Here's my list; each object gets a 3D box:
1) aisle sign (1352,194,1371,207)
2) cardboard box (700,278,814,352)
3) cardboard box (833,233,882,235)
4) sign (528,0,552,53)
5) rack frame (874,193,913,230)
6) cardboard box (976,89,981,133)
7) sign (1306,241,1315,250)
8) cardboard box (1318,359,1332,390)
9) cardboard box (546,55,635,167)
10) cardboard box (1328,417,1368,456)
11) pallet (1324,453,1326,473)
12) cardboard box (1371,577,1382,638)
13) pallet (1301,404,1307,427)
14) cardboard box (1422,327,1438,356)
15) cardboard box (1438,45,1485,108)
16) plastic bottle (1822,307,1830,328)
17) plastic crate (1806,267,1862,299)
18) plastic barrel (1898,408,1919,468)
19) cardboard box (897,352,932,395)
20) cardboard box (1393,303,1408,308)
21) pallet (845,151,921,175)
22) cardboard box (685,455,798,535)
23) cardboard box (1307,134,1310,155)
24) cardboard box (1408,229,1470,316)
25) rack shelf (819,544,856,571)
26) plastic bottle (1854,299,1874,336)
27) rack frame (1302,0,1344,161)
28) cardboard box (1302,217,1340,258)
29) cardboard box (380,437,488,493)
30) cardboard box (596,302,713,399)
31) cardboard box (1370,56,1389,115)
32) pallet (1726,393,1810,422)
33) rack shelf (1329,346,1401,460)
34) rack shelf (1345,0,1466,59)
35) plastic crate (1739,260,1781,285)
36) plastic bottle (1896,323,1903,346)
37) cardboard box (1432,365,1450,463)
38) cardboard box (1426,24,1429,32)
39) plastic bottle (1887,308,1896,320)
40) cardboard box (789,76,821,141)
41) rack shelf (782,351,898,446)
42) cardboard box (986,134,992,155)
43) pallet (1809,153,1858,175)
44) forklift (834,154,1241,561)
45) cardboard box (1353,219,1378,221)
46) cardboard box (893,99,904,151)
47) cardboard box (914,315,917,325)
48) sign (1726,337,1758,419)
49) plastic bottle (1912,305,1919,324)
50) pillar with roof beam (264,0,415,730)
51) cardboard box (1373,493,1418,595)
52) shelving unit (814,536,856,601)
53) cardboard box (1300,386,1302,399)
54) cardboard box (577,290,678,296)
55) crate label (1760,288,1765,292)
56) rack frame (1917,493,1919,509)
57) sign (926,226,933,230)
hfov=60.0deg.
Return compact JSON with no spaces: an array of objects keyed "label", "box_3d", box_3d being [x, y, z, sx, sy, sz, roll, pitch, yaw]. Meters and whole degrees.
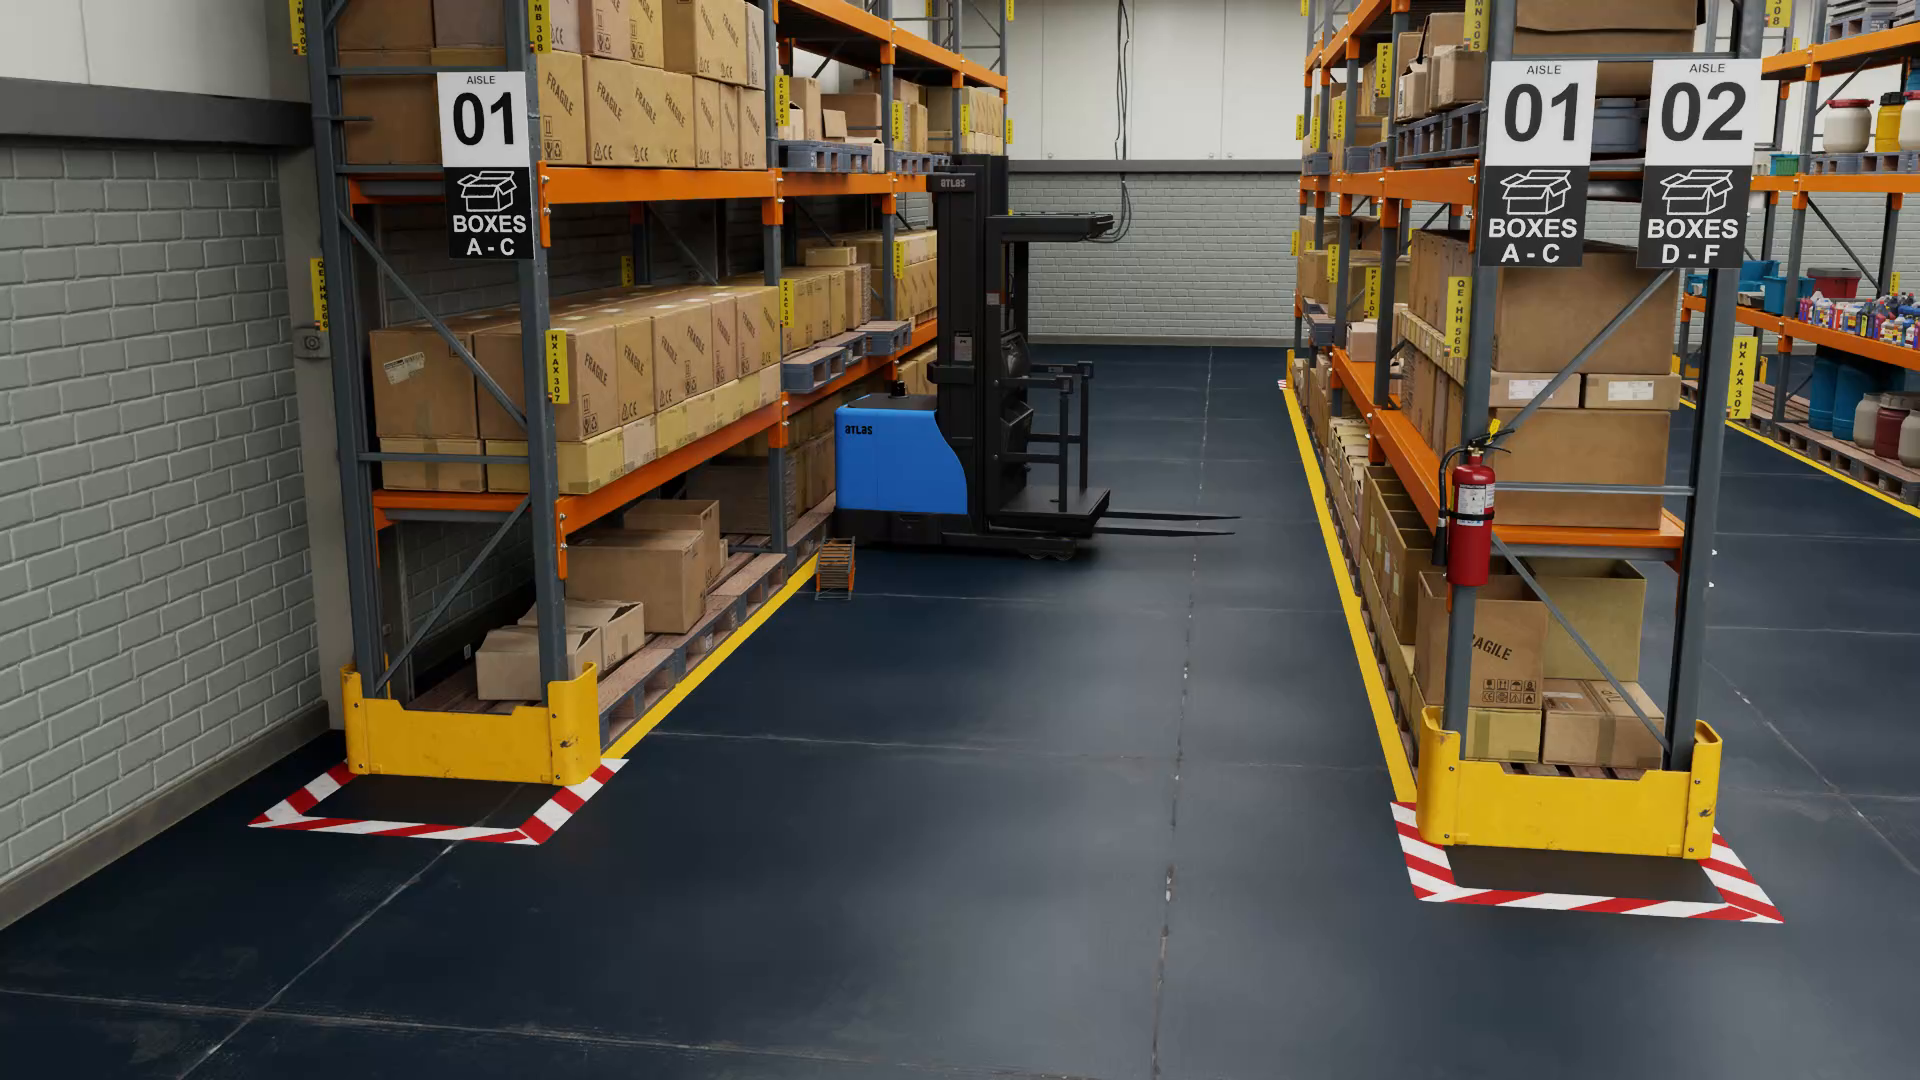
[{"label":"aisle sign","box_3d":[5.340,-4.810,22.022,0.394,0.787,0.004,2,12,9]},{"label":"cardboard box","box_3d":[-1.509,-1.682,12.394,0.700,0.500,0.500,3,13,14]},{"label":"cardboard box","box_3d":[-1.043,-3.023,17.131,0.500,0.250,0.500,2,12,7]},{"label":"sign","box_3d":[-1.793,-2.240,7.073,0.100,0.325,0.005,2,12,9]},{"label":"rack frame","box_3d":[-0.484,-2.862,19.153,1.000,3.000,0.127,2,12,9]},{"label":"cardboard box","box_3d":[-0.024,-5.122,19.863,0.500,0.500,0.500,2,12,7]},{"label":"sign","box_3d":[3.874,-3.141,18.395,0.100,0.325,0.005,2,12,9]},{"label":"cardboard box","box_3d":[3.866,-1.657,16.669,0.500,0.250,0.500,2,12,8]},{"label":"cardboard box","box_3d":[-1.913,-2.061,8.032,0.500,0.500,0.500,3,12,12]},{"label":"cardboard box","box_3d":[3.425,-0.905,14.273,0.500,0.311,0.500,2,12,11]},{"label":"pallet","box_3d":[3.948,-0.661,15.558,1.003,0.211,1.213,2,12,9]},{"label":"cardboard box","box_3d":[2.646,0.396,9.564,0.500,0.250,0.500,2,12,9]},{"label":"pallet","box_3d":[4.518,-1.482,19.369,1.003,0.211,1.213,2,12,9]},{"label":"cardboard box","box_3d":[2.754,-1.085,9.130,0.380,0.149,0.250,2,12,7]},{"label":"cardboard box","box_3d":[2.482,-2.119,7.614,0.500,0.250,0.500,2,12,9]},{"label":"plastic bottle","box_3d":[8.741,-2.240,16.740,0.097,0.201,0.097,0,12,0]},{"label":"plastic crate","box_3d":[9.690,-2.779,18.476,0.402,0.464,0.583,2,12,9]},{"label":"plastic barrel","box_3d":[8.747,-0.920,15.052,0.421,0.512,0.421,0,12,0]},{"label":"cardboard box","box_3d":[-0.715,-1.515,17.008,0.750,0.750,0.750,2,12,8]},{"label":"cardboard box","box_3d":[3.554,-1.569,12.915,0.500,0.500,0.500,1,12,6]},{"label":"pallet","box_3d":[-1.053,-3.539,15.623,1.213,0.211,1.003,2,12,11]},{"label":"cardboard box","box_3d":[-1.618,-0.344,12.356,0.700,0.500,0.500,2,12,11]},{"label":"cardboard box","box_3d":[4.455,-4.762,20.018,0.500,0.250,0.500,2,12,9]},{"label":"cardboard box","box_3d":[3.119,-1.627,10.108,0.700,0.500,0.500,2,12,9]},{"label":"rack shelf","box_3d":[-0.881,0.124,11.960,0.258,0.180,0.103,0,12,-2]},{"label":"plastic bottle","box_3d":[8.621,-2.118,15.819,0.144,0.351,0.185,2,12,9]},{"label":"rack frame","box_3d":[5.026,-6.468,21.644,1.000,3.000,0.127,2,12,9]},{"label":"cardboard box","box_3d":[4.543,-3.776,20.782,0.500,0.500,0.500,2,12,9]},{"label":"cardboard box","box_3d":[-2.449,-0.404,8.057,0.500,0.250,0.500,2,12,9]},{"label":"cardboard box","box_3d":[-1.720,-1.074,9.387,0.500,0.500,0.500,2,12,10]},{"label":"cardboard box","box_3d":[3.869,-3.964,14.537,0.500,0.500,0.500,2,12,9]},{"label":"pallet","box_3d":[9.565,-1.587,19.856,1.003,0.211,1.213,2,12,9]},{"label":"rack shelf","box_3d":[3.489,-1.102,12.692,1.077,0.370,4.000,2,12,9]},{"label":"rack shelf","box_3d":[3.489,-3.839,12.103,1.077,0.370,4.000,2,12,9]},{"label":"plastic crate","box_3d":[10.053,-3.345,21.166,0.616,0.435,0.499,2,12,9]},{"label":"plastic bottle","box_3d":[8.447,-1.841,14.890,0.097,0.201,0.097,0,12,0]},{"label":"cardboard box","box_3d":[2.886,-0.672,8.755,0.700,0.500,0.500,2,12,10]},{"label":"cardboard box","box_3d":[3.315,-3.129,10.851,0.500,0.500,0.500,2,12,9]},{"label":"plastic bottle","box_3d":[8.677,-2.021,15.528,0.061,0.283,0.133,2,12,9]},{"label":"cardboard box","box_3d":[-1.362,-3.285,12.763,0.500,0.500,0.500,1,12,7]},{"label":"rack shelf","box_3d":[-1.407,-1.261,13.434,1.077,0.370,4.000,2,12,9]},{"label":"cardboard box","box_3d":[0.127,-4.964,20.908,0.500,0.250,0.500,2,12,7]},{"label":"pallet","box_3d":[9.281,-3.749,16.596,1.213,0.211,1.003,2,12,9]},{"label":"forklift","box_3d":[0.609,-1.403,12.547,3.031,2.935,1.130,3,12,13]},{"label":"cardboard box","box_3d":[4.920,-3.543,19.704,0.500,0.500,0.500,2,12,7]},{"label":"cardboard box","box_3d":[-0.954,-4.089,16.446,0.700,0.500,0.500,3,12,12]},{"label":"cardboard box","box_3d":[-0.649,-2.246,16.844,0.380,0.149,0.250,2,12,10]},{"label":"sign","box_3d":[3.113,-0.647,6.632,0.100,0.325,0.005,2,12,9]},{"label":"plastic bottle","box_3d":[9.248,-2.128,16.055,0.097,0.271,0.097,0,12,0]},{"label":"pillar with roof beam","box_3d":[1.177,-3.331,7.089,9.100,9.000,0.400,2,12,9]},{"label":"cardboard box","box_3d":[2.647,0.030,9.484,0.500,0.500,0.500,2,12,9]},{"label":"shelving unit","box_3d":[-0.871,0.189,11.651,0.258,0.189,1.200,0,12,-2]},{"label":"cardboard box","box_3d":[4.217,-1.731,19.630,0.380,0.149,0.250,2,12,9]},{"label":"cardboard box","box_3d":[-2.076,-1.301,10.439,0.500,0.500,0.500,2,12,8]},{"label":"crate label","box_3d":[9.896,-2.980,20.184,0.396,0.136,0.243,2,12,9]},{"label":"rack frame","box_3d":[8.690,-1.708,13.800,1.000,3.000,0.127,2,12,9]},{"label":"sign","box_3d":[-0.416,-4.176,23.007,0.100,0.325,0.005,2,12,9]}]
